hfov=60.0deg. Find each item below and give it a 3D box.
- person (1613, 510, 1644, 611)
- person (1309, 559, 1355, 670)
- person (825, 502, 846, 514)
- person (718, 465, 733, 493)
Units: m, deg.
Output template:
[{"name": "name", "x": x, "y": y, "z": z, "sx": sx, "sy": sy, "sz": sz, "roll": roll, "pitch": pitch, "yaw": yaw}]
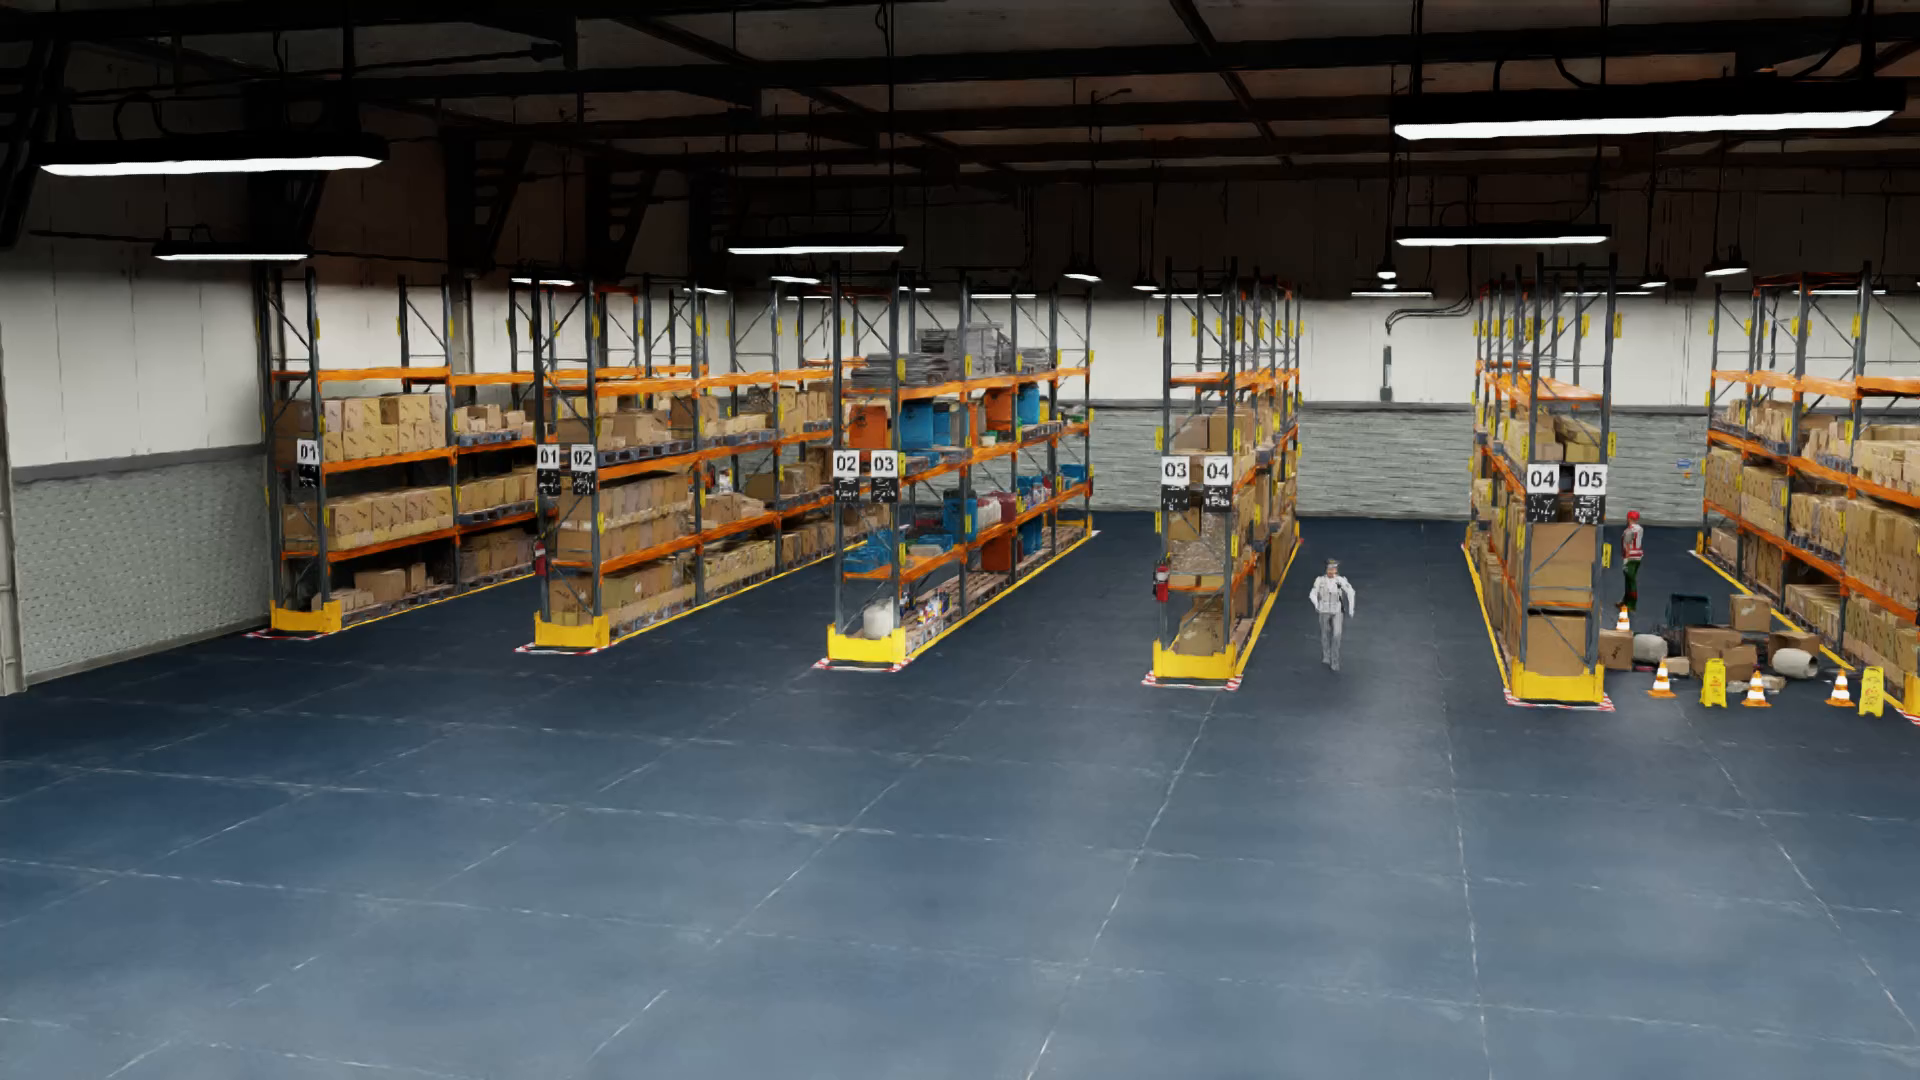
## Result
[{"name": "person", "x": 11.939, "y": 0.352, "z": 29.601, "sx": 0.387, "sy": 1.782, "sz": 0.608, "roll": 7, "pitch": 10, "yaw": 44}, {"name": "person", "x": 5.531, "y": 1.066, "z": 24.775, "sx": 0.637, "sy": 1.621, "sz": 0.790, "roll": 3, "pitch": 8, "yaw": 20}, {"name": "person", "x": -3.286, "y": -1.493, "z": 44.202, "sx": 0.737, "sy": 1.765, "sz": 0.564, "roll": -6, "pitch": 9, "yaw": -37}, {"name": "person", "x": -5.747, "y": -1.003, "z": 40.738, "sx": 0.392, "sy": 1.674, "sz": 0.635, "roll": 1, "pitch": 7, "yaw": 8}]
